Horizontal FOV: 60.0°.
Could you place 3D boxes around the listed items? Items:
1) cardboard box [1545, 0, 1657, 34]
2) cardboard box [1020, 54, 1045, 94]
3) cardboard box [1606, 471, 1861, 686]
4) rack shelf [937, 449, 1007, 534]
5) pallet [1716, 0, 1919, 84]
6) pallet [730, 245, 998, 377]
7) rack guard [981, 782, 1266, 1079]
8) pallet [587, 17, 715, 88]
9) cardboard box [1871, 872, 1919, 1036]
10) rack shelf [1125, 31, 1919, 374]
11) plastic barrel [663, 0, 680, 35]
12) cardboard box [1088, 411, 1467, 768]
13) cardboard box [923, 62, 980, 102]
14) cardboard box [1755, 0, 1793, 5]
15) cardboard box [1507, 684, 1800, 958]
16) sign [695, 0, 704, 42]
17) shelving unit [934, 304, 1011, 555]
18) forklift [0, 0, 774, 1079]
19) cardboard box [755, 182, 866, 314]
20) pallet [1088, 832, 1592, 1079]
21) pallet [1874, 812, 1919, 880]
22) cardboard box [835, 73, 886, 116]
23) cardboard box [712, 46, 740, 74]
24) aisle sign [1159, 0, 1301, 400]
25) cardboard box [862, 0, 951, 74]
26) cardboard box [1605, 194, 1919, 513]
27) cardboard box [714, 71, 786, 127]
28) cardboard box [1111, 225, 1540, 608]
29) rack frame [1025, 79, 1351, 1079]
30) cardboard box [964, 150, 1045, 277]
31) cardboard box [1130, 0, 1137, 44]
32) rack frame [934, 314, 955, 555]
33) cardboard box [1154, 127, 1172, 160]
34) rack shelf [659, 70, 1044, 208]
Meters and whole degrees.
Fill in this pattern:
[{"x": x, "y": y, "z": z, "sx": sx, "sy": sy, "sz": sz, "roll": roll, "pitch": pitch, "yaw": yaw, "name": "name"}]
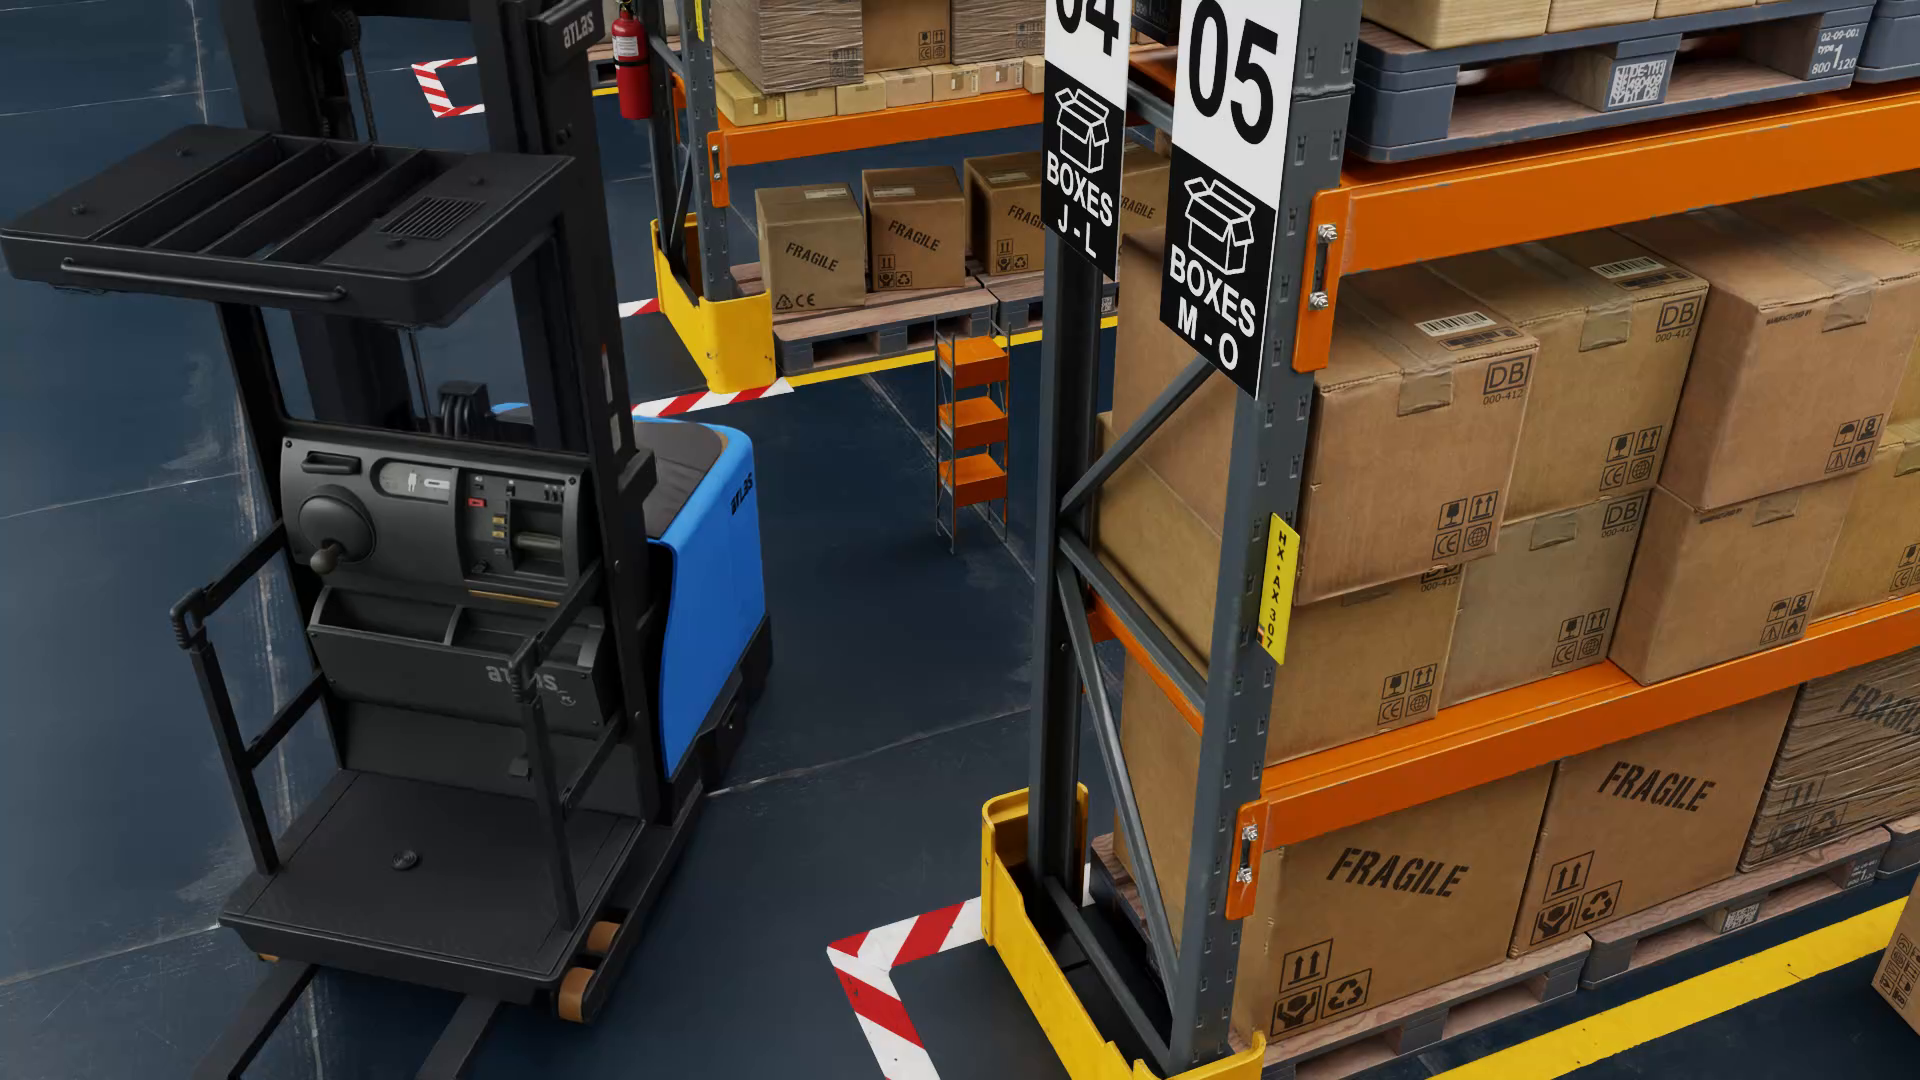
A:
[{"x": 1.129, "y": -1.115, "z": 3.216, "sx": 0.250, "sy": 0.149, "sz": 0.380, "roll": -13, "pitch": 35, "yaw": -18, "name": "cardboard box"}, {"x": 0.402, "y": -2.398, "z": 8.415, "sx": 0.250, "sy": 0.149, "sz": 0.380, "roll": -13, "pitch": 35, "yaw": -19, "name": "cardboard box"}, {"x": 1.842, "y": -0.126, "z": 4.555, "sx": 0.550, "sy": 0.550, "sz": 0.875, "roll": -13, "pitch": 35, "yaw": -19, "name": "cardboard box"}, {"x": 0.049, "y": -0.210, "z": 7.138, "sx": 0.240, "sy": 0.259, "sz": 0.215, "roll": -13, "pitch": 35, "yaw": -19, "name": "rack shelf"}, {"x": 2.260, "y": -1.421, "z": 4.015, "sx": 1.213, "sy": 0.211, "sz": 1.003, "roll": -13, "pitch": 35, "yaw": -19, "name": "pallet"}, {"x": -0.540, "y": -1.296, "z": 9.048, "sx": 1.213, "sy": 0.211, "sz": 1.003, "roll": -13, "pitch": 35, "yaw": -19, "name": "pallet"}, {"x": 0.432, "y": 1.273, "z": 4.835, "sx": 0.348, "sy": 0.500, "sz": 1.175, "roll": -13, "pitch": 35, "yaw": -19, "name": "rack guard"}, {"x": -2.488, "y": -3.825, "z": 12.936, "sx": 1.213, "sy": 0.211, "sz": 1.003, "roll": -13, "pitch": 35, "yaw": -19, "name": "pallet"}, {"x": 3.108, "y": 1.266, "z": 4.843, "sx": 0.500, "sy": 0.500, "sz": 0.500, "roll": -7, "pitch": 34, "yaw": -11, "name": "cardboard box"}, {"x": 2.298, "y": -1.157, "z": 4.188, "sx": 4.000, "sy": 0.370, "sz": 1.077, "roll": -13, "pitch": 35, "yaw": -19, "name": "rack shelf"}, {"x": -2.251, "y": -4.202, "z": 12.854, "sx": 0.421, "sy": 0.512, "sz": 0.421, "roll": 0, "pitch": 33, "yaw": 0, "name": "plastic barrel"}, {"x": 0.778, "y": 0.057, "z": 4.275, "sx": 0.550, "sy": 0.550, "sz": 0.875, "roll": -13, "pitch": 35, "yaw": -19, "name": "cardboard box"}, {"x": -0.088, "y": -2.331, "z": 8.312, "sx": 0.250, "sy": 0.149, "sz": 0.380, "roll": -13, "pitch": 35, "yaw": -19, "name": "cardboard box"}, {"x": 1.593, "y": -1.221, "z": 3.380, "sx": 0.250, "sy": 0.149, "sz": 0.380, "roll": -13, "pitch": 35, "yaw": -19, "name": "cardboard box"}, {"x": 1.864, "y": 0.572, "z": 5.184, "sx": 0.875, "sy": 0.875, "sz": 0.875, "roll": -13, "pitch": 35, "yaw": -20, "name": "cardboard box"}, {"x": -1.163, "y": -2.385, "z": 7.371, "sx": 0.005, "sy": 0.325, "sz": 0.100, "roll": -13, "pitch": 35, "yaw": -19, "name": "sign"}, {"x": 0.049, "y": -0.451, "z": 6.981, "sx": 0.252, "sy": 1.050, "sz": 0.215, "roll": -13, "pitch": 35, "yaw": -19, "name": "shelving unit"}, {"x": -1.558, "y": -0.006, "z": 4.571, "sx": 1.130, "sy": 2.935, "sz": 3.031, "roll": 7, "pitch": 34, "yaw": 11, "name": "forklift"}, {"x": -0.791, "y": -1.547, "z": 8.784, "sx": 0.500, "sy": 0.500, "sz": 0.500, "roll": -7, "pitch": 34, "yaw": -10, "name": "cardboard box"}, {"x": 1.161, "y": 1.181, "z": 5.241, "sx": 1.213, "sy": 0.211, "sz": 1.003, "roll": -13, "pitch": 35, "yaw": -19, "name": "pallet"}, {"x": 3.410, "y": 0.666, "z": 6.033, "sx": 1.213, "sy": 0.211, "sz": 1.003, "roll": -13, "pitch": 35, "yaw": -19, "name": "pallet"}, {"x": -0.544, "y": -2.218, "z": 8.139, "sx": 0.250, "sy": 0.149, "sz": 0.380, "roll": -13, "pitch": 35, "yaw": -19, "name": "cardboard box"}, {"x": -1.190, "y": -2.354, "z": 8.347, "sx": 0.250, "sy": 0.149, "sz": 0.380, "roll": -13, "pitch": 35, "yaw": -19, "name": "cardboard box"}, {"x": 0.505, "y": -0.703, "z": 3.197, "sx": 0.004, "sy": 0.787, "sz": 0.394, "roll": -13, "pitch": 35, "yaw": -19, "name": "aisle sign"}, {"x": -0.441, "y": -2.730, "z": 8.331, "sx": 0.500, "sy": 0.500, "sz": 0.875, "roll": -13, "pitch": 35, "yaw": -19, "name": "cardboard box"}, {"x": 1.851, "y": -0.566, "z": 4.242, "sx": 0.550, "sy": 0.550, "sz": 0.875, "roll": -13, "pitch": 35, "yaw": -19, "name": "cardboard box"}, {"x": -1.018, "y": -2.130, "z": 8.003, "sx": 0.250, "sy": 0.149, "sz": 0.380, "roll": -13, "pitch": 35, "yaw": -19, "name": "cardboard box"}, {"x": 0.811, "y": -0.354, "z": 3.916, "sx": 0.550, "sy": 0.550, "sz": 0.875, "roll": -13, "pitch": 35, "yaw": -19, "name": "cardboard box"}, {"x": 0.454, "y": 0.221, "z": 4.161, "sx": 0.127, "sy": 3.000, "sz": 1.000, "roll": -13, "pitch": 35, "yaw": -19, "name": "rack frame"}, {"x": 0.332, "y": -1.813, "z": 9.193, "sx": 0.500, "sy": 0.500, "sz": 0.500, "roll": -10, "pitch": 34, "yaw": -14, "name": "cardboard box"}, {"x": 0.502, "y": -2.913, "z": 8.613, "sx": 0.500, "sy": 0.500, "sz": 0.875, "roll": -13, "pitch": 35, "yaw": -19, "name": "cardboard box"}, {"x": -0.063, "y": -0.426, "z": 6.941, "sx": 0.008, "sy": 1.050, "sz": 0.200, "roll": -13, "pitch": 35, "yaw": -19, "name": "rack frame"}, {"x": 1.405, "y": -2.079, "z": 9.601, "sx": 0.500, "sy": 0.500, "sz": 0.500, "roll": -2, "pitch": 33, "yaw": -4, "name": "cardboard box"}, {"x": 0.471, "y": -2.416, "z": 8.872, "sx": 4.000, "sy": 0.370, "sz": 1.077, "roll": -13, "pitch": 35, "yaw": -19, "name": "rack shelf"}]
